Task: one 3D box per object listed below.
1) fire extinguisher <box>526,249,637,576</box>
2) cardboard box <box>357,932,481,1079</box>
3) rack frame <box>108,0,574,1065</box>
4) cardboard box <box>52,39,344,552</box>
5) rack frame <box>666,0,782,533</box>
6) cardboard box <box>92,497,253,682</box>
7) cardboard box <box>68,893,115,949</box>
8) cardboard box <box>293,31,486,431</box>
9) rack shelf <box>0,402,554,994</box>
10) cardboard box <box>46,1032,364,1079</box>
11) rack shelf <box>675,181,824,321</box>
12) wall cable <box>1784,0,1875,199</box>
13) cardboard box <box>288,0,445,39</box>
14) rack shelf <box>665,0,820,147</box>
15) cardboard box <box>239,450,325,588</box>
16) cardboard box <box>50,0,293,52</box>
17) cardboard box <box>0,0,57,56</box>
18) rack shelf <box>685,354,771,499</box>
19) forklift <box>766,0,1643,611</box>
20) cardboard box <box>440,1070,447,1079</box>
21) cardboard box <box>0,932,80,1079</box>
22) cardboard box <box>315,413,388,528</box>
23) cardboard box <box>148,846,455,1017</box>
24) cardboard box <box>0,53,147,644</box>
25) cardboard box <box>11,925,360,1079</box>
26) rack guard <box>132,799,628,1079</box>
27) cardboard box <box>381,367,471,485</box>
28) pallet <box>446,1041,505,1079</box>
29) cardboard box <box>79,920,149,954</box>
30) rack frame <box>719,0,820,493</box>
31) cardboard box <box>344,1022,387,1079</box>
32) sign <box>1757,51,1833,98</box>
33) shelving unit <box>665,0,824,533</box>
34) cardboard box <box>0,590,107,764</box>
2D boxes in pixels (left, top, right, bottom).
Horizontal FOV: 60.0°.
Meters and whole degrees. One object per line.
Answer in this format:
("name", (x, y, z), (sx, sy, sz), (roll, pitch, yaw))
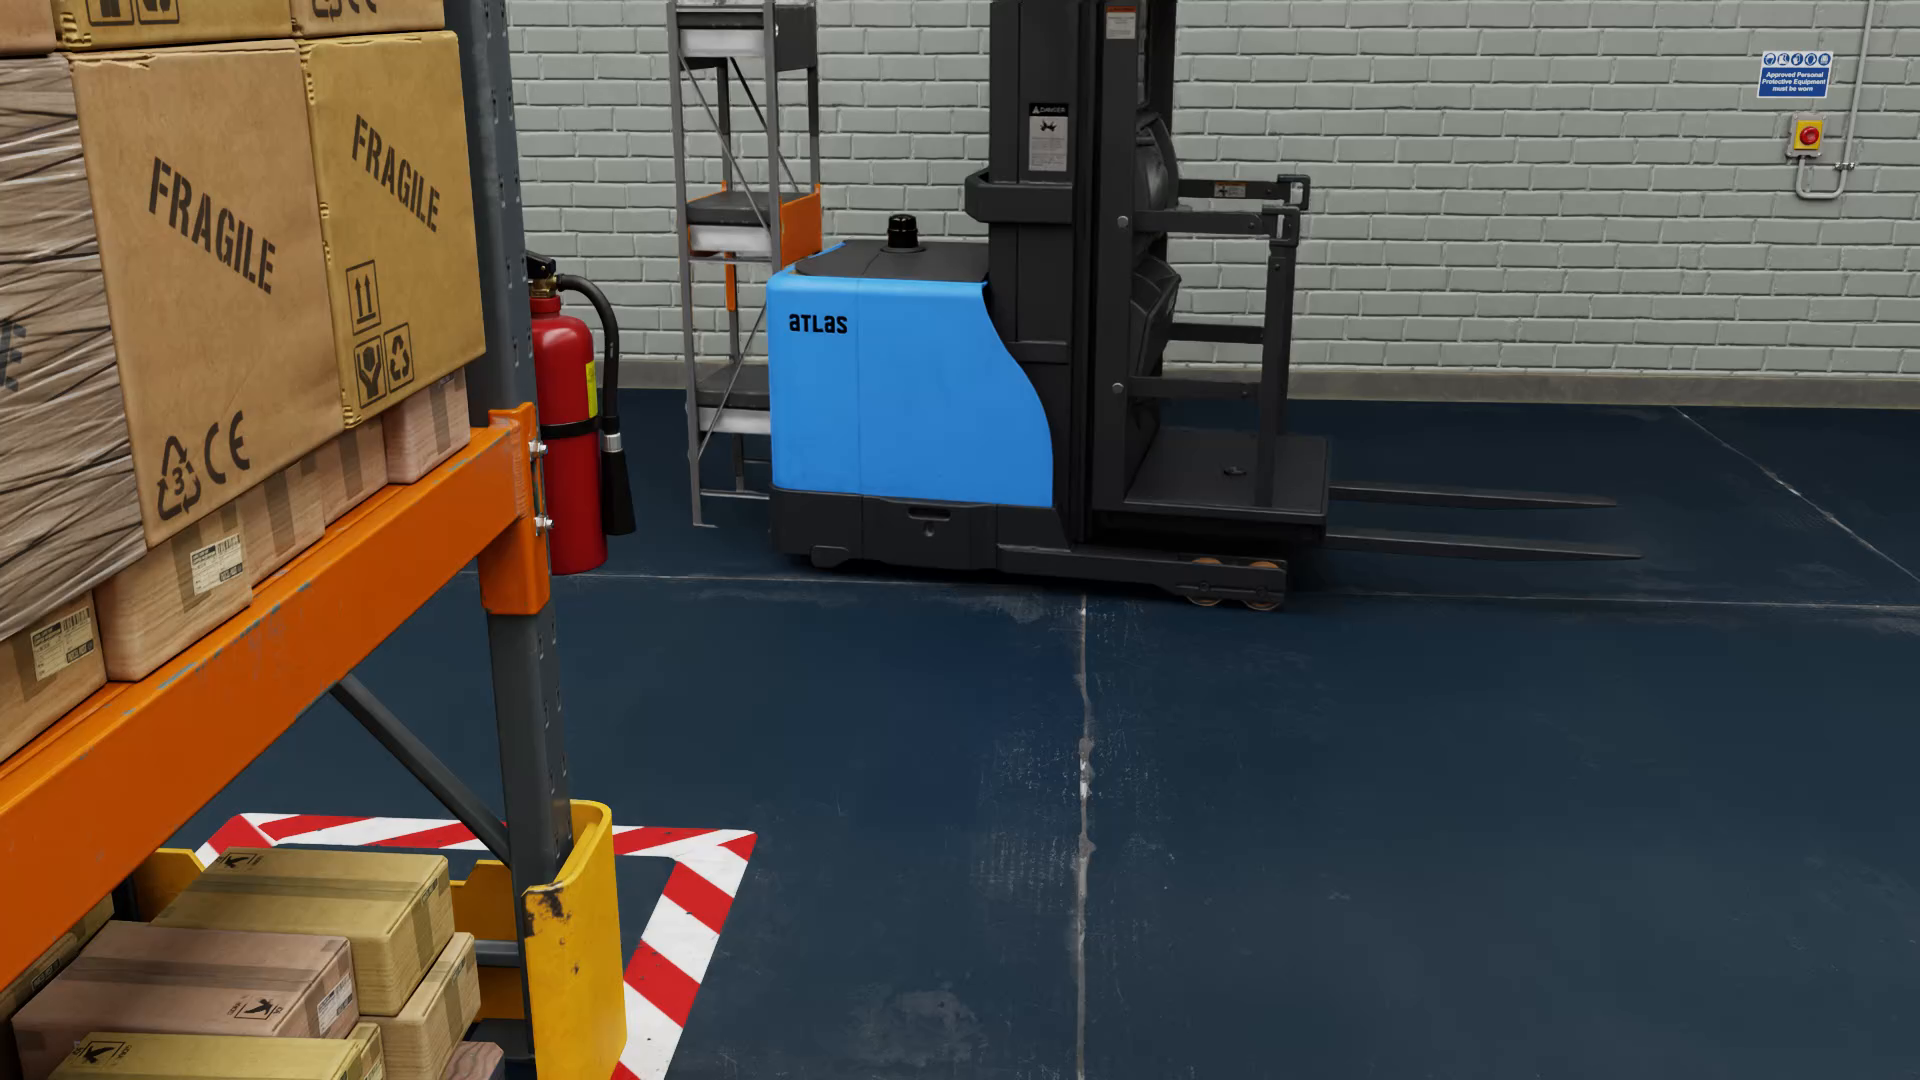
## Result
("fire extinguisher", (-0.779, -0.276, 3.170), (0.296, 0.674, 0.183), (1, 18, 4))
("cardboard box", (-1.010, 0.763, 2.705), (0.380, 0.149, 0.250), (1, 18, 2))
("rack frame", (-1.257, -0.422, 2.892), (1.000, 3.000, 0.127), (1, 18, 4))
("cardboard box", (-1.075, -0.305, 1.899), (0.500, 0.500, 0.500), (1, 18, 3))
("rack frame", (-0.858, -1.036, 6.214), (0.400, 2.100, 0.015), (4, 19, 12))
("cardboard box", (-1.052, 0.040, 1.888), (0.380, 0.149, 0.250), (2, 18, 5))
("cardboard box", (-1.634, 0.606, 2.705), (0.380, 0.149, 0.250), (0, 18, 1))
("cardboard box", (-1.033, -0.465, 2.387), (0.500, 0.500, 0.500), (2, 18, 5))
("rack shelf", (-1.400, 0.541, 1.109), (1.077, 0.370, 4.000), (1, 18, 4))
("cardboard box", (-1.009, 0.781, 2.171), (0.380, 0.149, 0.250), (1, 18, 3))
("rack shelf", (-0.803, -1.097, 6.444), (0.431, 0.518, 0.480), (4, 19, 12))
("wall cable", (4.068, -2.592, 7.834), (0.585, 1.953, 0.123), (1, 18, 4))
("cardboard box", (-1.042, -0.938, 2.224), (0.500, 0.500, 0.500), (1, 18, 3))
("rack shelf", (-0.803, -1.763, 6.226), (0.431, 0.518, 0.480), (4, 19, 12))
("cardboard box", (-1.057, -0.040, 2.131), (0.380, 0.149, 0.250), (1, 18, 3))
("cardboard box", (-1.078, -0.781, 1.744), (0.500, 0.500, 0.500), (1, 18, 2))
("cardboard box", (-1.106, -0.619, 1.250), (0.500, 0.500, 0.500), (2, 18, 7))
("rack shelf", (-0.803, -0.432, 6.662), (0.431, 0.518, 0.480), (4, 19, 12))
("forklift", (0.876, -1.333, 5.783), (3.031, 2.935, 1.130), (4, 19, 12))
("cardboard box", (-1.087, 0.902, 2.758), (0.380, 0.149, 0.250), (2, 18, 5))
("cardboard box", (-1.533, 0.694, 2.435), (0.380, 0.149, 0.250), (2, 18, 5))
("cardboard box", (-1.054, -0.118, 2.370), (0.380, 0.149, 0.250), (1, 18, 4))
("cardboard box", (-1.042, 0.621, 2.659), (0.380, 0.149, 0.250), (1, 18, 5))
("cardboard box", (-1.101, -0.148, 1.418), (0.500, 0.500, 0.500), (1, 18, 4))
("cardboard box", (-1.118, 0.698, 2.425), (0.380, 0.149, 0.250), (2, 18, 5))
("rack guard", (-1.263, 0.790, 3.210), (1.175, 0.500, 0.348), (1, 18, 4))
("cardboard box", (-0.999, -0.195, 2.603), (0.380, 0.149, 0.250), (1, 18, 4))
("pallet", (-1.356, 1.179, 2.487), (1.003, 0.211, 1.213), (1, 18, 4))
("cardboard box", (-1.551, 0.749, 2.745), (0.380, 0.149, 0.250), (2, 18, 6))
("rack frame", (-0.747, -1.184, 6.665), (0.400, 2.100, 0.015), (4, 19, 12))
("cardboard box", (-1.083, 0.843, 2.461), (0.380, 0.149, 0.250), (1, 18, 3))
("sign", (4.025, -2.243, 8.016), (0.327, 0.218, 0.001), (1, 18, 4))
("shelving unit", (-0.803, -1.110, 6.440), (0.431, 2.100, 0.503), (4, 19, 12))
("cardboard box", (-1.100, 0.121, 1.640), (0.380, 0.149, 0.250), (0, 18, 1))
